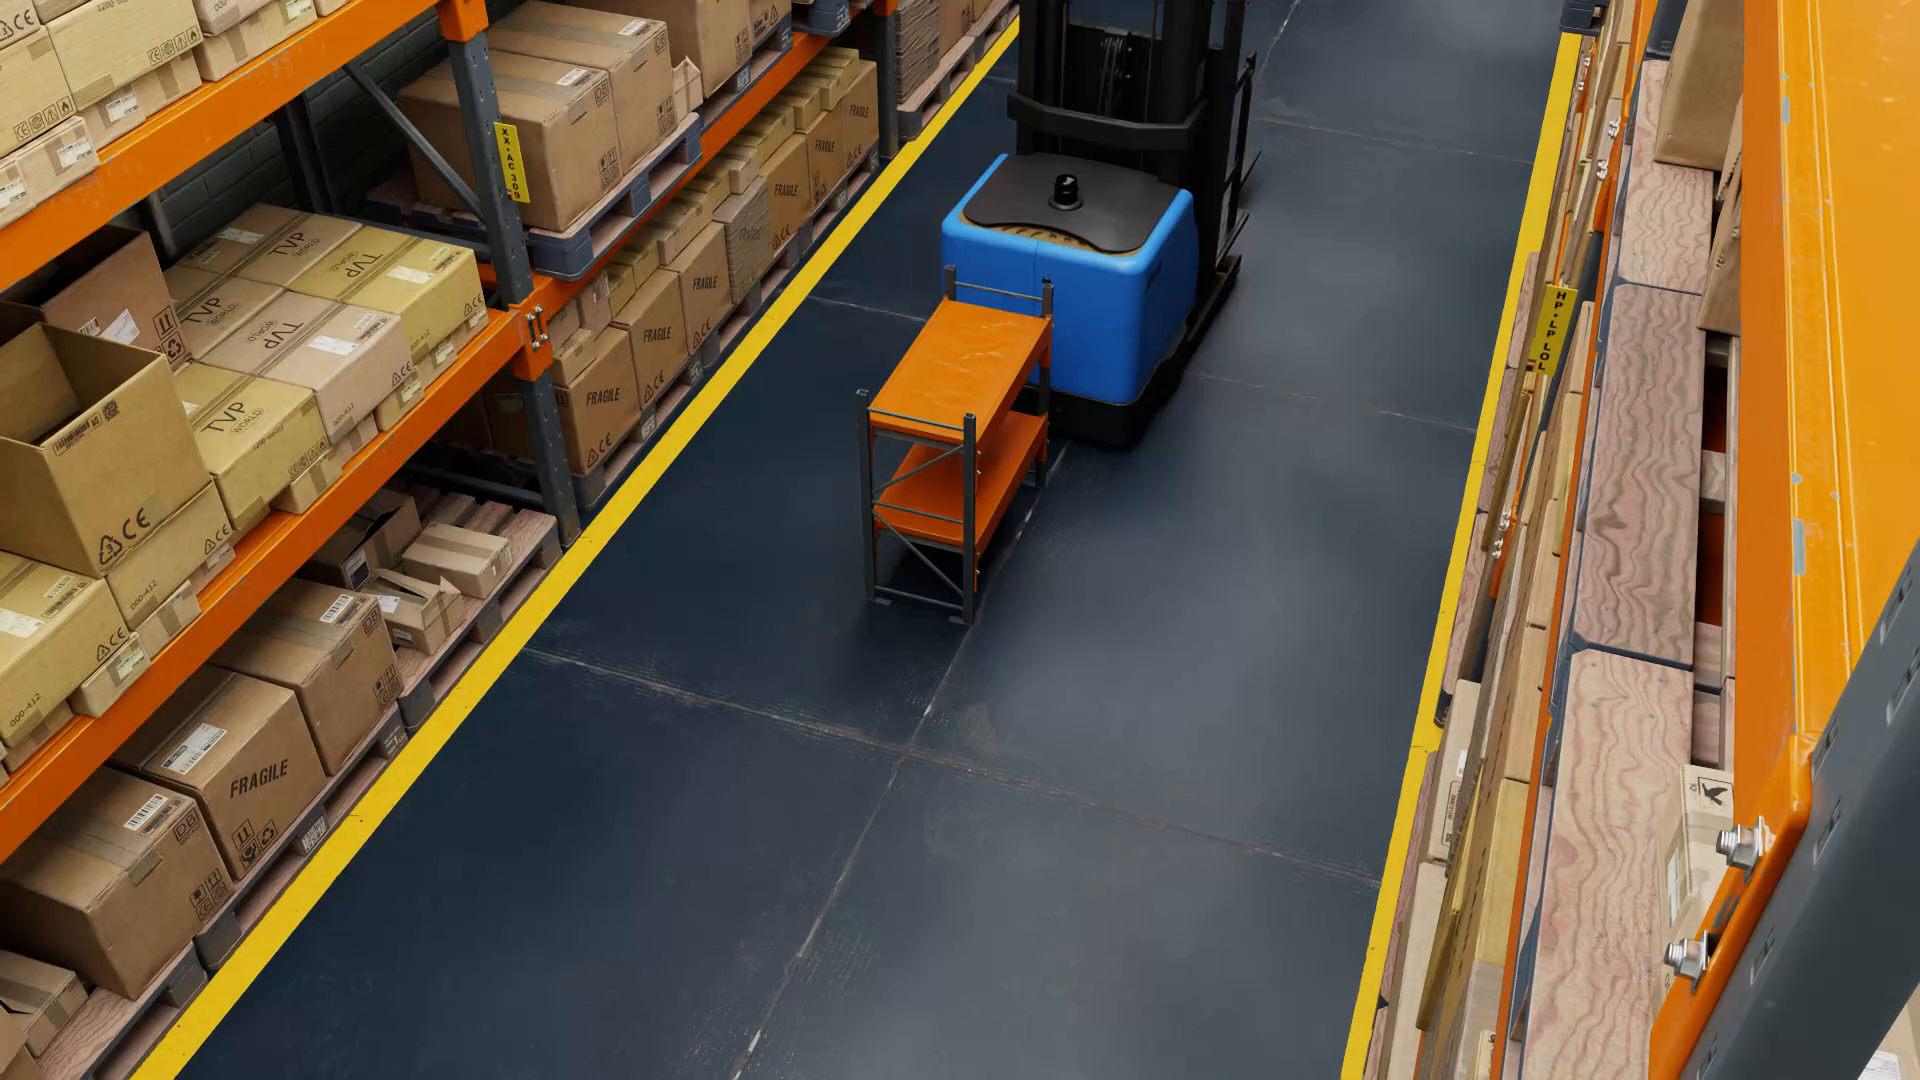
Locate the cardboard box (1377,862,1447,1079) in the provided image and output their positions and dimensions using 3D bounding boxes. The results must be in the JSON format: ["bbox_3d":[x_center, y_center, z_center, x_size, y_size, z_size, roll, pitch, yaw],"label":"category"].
[{"bbox_3d":[1.796,1.575,5.197,0.875,0.438,0.875,12,42,14],"label":"cardboard box"}]

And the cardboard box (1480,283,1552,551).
[{"bbox_3d":[2.855,-0.445,7.228,0.875,0.875,0.875,14,43,16],"label":"cardboard box"}]

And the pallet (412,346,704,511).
[{"bbox_3d":[-2.006,-0.688,8.348,1.003,0.211,1.213,13,42,15],"label":"pallet"}]

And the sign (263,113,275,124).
[{"bbox_3d":[-2.772,-1.806,6.617,0.100,0.325,0.005,13,42,15],"label":"sign"}]

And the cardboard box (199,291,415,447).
[{"bbox_3d":[-2.351,-0.627,6.014,0.500,0.250,0.500,13,42,15],"label":"cardboard box"}]

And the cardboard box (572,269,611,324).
[{"bbox_3d":[-1.832,-1.142,7.605,0.380,0.149,0.250,11,42,13],"label":"cardboard box"}]

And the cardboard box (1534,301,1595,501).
[{"bbox_3d":[2.027,-0.327,4.928,0.500,0.500,0.500,14,42,15],"label":"cardboard box"}]

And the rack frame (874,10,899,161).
[{"bbox_3d":[-0.881,-3.684,9.711,1.000,3.000,0.127,13,42,15],"label":"rack frame"}]

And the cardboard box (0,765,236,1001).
[{"bbox_3d":[-2.989,1.122,5.680,0.700,0.500,0.500,15,43,17],"label":"cardboard box"}]

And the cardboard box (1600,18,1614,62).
[{"bbox_3d":[3.202,-2.149,7.641,0.500,0.250,0.500,14,42,16],"label":"cardboard box"}]

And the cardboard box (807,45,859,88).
[{"bbox_3d":[-0.812,-2.782,9.756,0.380,0.149,0.250,11,42,13],"label":"cardboard box"}]

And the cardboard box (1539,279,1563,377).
[{"bbox_3d":[2.509,-0.728,6.361,0.500,0.250,0.500,13,42,14],"label":"cardboard box"}]

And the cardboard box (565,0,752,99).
[{"bbox_3d":[-1.428,-2.482,7.901,0.700,0.500,0.500,13,42,15],"label":"cardboard box"}]

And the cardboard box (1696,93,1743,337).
[{"bbox_3d":[1.986,-0.694,3.414,0.797,0.503,0.637,16,43,18],"label":"cardboard box"}]

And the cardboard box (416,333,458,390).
[{"bbox_3d":[-2.189,-0.735,6.447,0.380,0.149,0.250,14,43,16],"label":"cardboard box"}]

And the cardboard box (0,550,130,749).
[{"bbox_3d":[-2.866,0.305,4.922,0.500,0.250,0.500,13,42,14],"label":"cardboard box"}]

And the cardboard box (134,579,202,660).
[{"bbox_3d":[-2.688,0.211,5.338,0.380,0.149,0.250,14,42,16],"label":"cardboard box"}]

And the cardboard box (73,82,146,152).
[{"bbox_3d":[-2.568,-1.234,4.722,0.380,0.149,0.250,14,42,16],"label":"cardboard box"}]

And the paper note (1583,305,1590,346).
[{"bbox_3d":[1.220,-0.418,3.245,0.006,0.032,0.123,13,42,15],"label":"paper note"}]

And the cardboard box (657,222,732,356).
[{"bbox_3d":[-1.524,-1.329,8.552,0.500,0.500,0.500,12,42,14],"label":"cardboard box"}]

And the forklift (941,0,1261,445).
[{"bbox_3d":[0.938,-2.542,8.424,1.130,2.935,3.031,15,43,17],"label":"forklift"}]

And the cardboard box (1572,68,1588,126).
[{"bbox_3d":[4.232,-2.539,10.070,0.950,0.372,0.625,13,42,14],"label":"cardboard box"}]

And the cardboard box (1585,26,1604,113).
[{"bbox_3d":[3.381,-2.285,8.186,0.500,0.250,0.500,13,42,14],"label":"cardboard box"}]

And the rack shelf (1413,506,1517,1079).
[{"bbox_3d":[1.733,1.348,4.366,1.077,0.370,4.000,13,42,15],"label":"rack shelf"}]

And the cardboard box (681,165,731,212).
[{"bbox_3d":[-1.424,-1.841,8.653,0.380,0.149,0.250,13,42,15],"label":"cardboard box"}]

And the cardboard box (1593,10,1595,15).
[{"bbox_3d":[4.976,-3.864,11.623,0.950,0.372,0.625,14,42,16],"label":"cardboard box"}]

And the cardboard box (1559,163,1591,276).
[{"bbox_3d":[2.675,-1.225,6.559,0.500,0.250,0.500,14,43,16],"label":"cardboard box"}]

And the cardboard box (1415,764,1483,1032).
[{"bbox_3d":[1.482,0.967,4.182,0.500,0.500,0.500,15,43,16],"label":"cardboard box"}]

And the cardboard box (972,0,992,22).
[{"bbox_3d":[-0.209,-4.129,11.738,0.875,0.625,0.625,12,42,13],"label":"cardboard box"}]

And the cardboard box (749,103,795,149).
[{"bbox_3d":[-1.140,-2.307,9.199,0.380,0.149,0.250,14,43,16],"label":"cardboard box"}]

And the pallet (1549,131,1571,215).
[{"bbox_3d":[4.053,-2.000,9.885,1.003,0.211,1.213,13,42,15],"label":"pallet"}]

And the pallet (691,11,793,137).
[{"bbox_3d":[-1.542,-2.424,8.382,1.003,0.211,1.213,13,42,15],"label":"pallet"}]

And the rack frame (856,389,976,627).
[{"bbox_3d":[-0.176,-0.114,6.970,0.500,1.125,0.032,13,42,15],"label":"rack frame"}]

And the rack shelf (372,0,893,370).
[{"bbox_3d":[-1.565,-2.191,8.514,1.077,0.370,4.000,13,42,15],"label":"rack shelf"}]

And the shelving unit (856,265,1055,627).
[{"bbox_3d":[-0.002,-0.424,7.334,0.538,1.125,1.048,13,42,15],"label":"shelving unit"}]

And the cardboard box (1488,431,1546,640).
[{"bbox_3d":[2.010,0.045,5.263,0.500,0.500,0.500,15,43,16],"label":"cardboard box"}]

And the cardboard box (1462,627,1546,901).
[{"bbox_3d":[1.487,0.597,3.846,0.500,0.500,0.500,13,42,15],"label":"cardboard box"}]

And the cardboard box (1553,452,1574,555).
[{"bbox_3d":[1.684,-0.057,4.112,0.380,0.149,0.250,12,42,14],"label":"cardboard box"}]

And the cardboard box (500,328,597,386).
[{"bbox_3d":[-1.876,-0.860,7.503,0.380,0.149,0.250,15,43,17],"label":"cardboard box"}]

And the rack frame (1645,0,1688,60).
[{"bbox_3d":[2.417,-2.427,3.615,1.000,3.000,0.127,13,42,15],"label":"rack frame"}]

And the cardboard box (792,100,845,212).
[{"bbox_3d":[-1.005,-2.284,9.672,0.500,0.500,0.500,13,42,14],"label":"cardboard box"}]

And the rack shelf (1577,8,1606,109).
[{"bbox_3d":[4.469,-3.531,10.085,1.077,0.370,4.000,13,42,15],"label":"rack shelf"}]

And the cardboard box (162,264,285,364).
[{"bbox_3d":[-2.837,-0.751,6.159,0.500,0.250,0.500,13,42,15],"label":"cardboard box"}]

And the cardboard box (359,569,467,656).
[{"bbox_3d":[-2.285,0.259,6.872,0.396,0.266,0.258,15,43,17],"label":"cardboard box"}]

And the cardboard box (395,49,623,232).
[{"bbox_3d":[-1.873,-1.688,6.970,0.700,0.500,0.500,14,43,16],"label":"cardboard box"}]

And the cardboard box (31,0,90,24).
[{"bbox_3d":[-2.542,-1.652,4.519,0.500,0.250,0.500,14,42,16],"label":"cardboard box"}]

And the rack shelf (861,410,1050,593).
[{"bbox_3d":[-0.002,-0.238,7.492,0.538,0.278,1.000,13,42,15],"label":"rack shelf"}]

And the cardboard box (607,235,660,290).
[{"bbox_3d":[-1.696,-1.375,8.107,0.380,0.149,0.250,13,42,14],"label":"cardboard box"}]

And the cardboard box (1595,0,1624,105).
[{"bbox_3d":[3.034,-2.140,7.053,0.500,0.500,0.500,14,43,16],"label":"cardboard box"}]

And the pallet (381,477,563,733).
[{"bbox_3d":[-2.485,0.235,7.266,1.003,0.211,1.213,13,42,15],"label":"pallet"}]

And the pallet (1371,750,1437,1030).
[{"bbox_3d":[2.083,1.362,5.944,1.003,0.211,1.213,13,42,15],"label":"pallet"}]

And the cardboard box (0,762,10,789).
[{"bbox_3d":[-3.002,0.677,4.792,0.380,0.149,0.250,15,43,16],"label":"cardboard box"}]

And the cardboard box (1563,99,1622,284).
[{"bbox_3d":[2.504,-1.209,5.962,0.500,0.500,0.500,14,42,16],"label":"cardboard box"}]

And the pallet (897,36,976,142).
[{"bbox_3d":[-0.563,-3.117,11.194,1.003,0.211,1.213,13,42,15],"label":"pallet"}]

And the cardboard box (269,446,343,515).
[{"bbox_3d":[-2.431,-0.255,5.885,0.380,0.149,0.250,13,42,14],"label":"cardboard box"}]

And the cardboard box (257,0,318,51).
[{"bbox_3d":[-2.281,-1.695,5.261,0.380,0.149,0.250,15,43,17],"label":"cardboard box"}]

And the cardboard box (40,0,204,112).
[{"bbox_3d":[-2.532,-1.463,4.682,0.500,0.250,0.500,14,42,16],"label":"cardboard box"}]

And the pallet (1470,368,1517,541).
[{"bbox_3d":[3.026,-0.318,7.914,1.003,0.211,1.213,13,42,15],"label":"pallet"}]

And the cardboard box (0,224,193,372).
[{"bbox_3d":[-3.008,-0.737,5.564,0.500,0.500,0.500,12,42,14],"label":"cardboard box"}]
